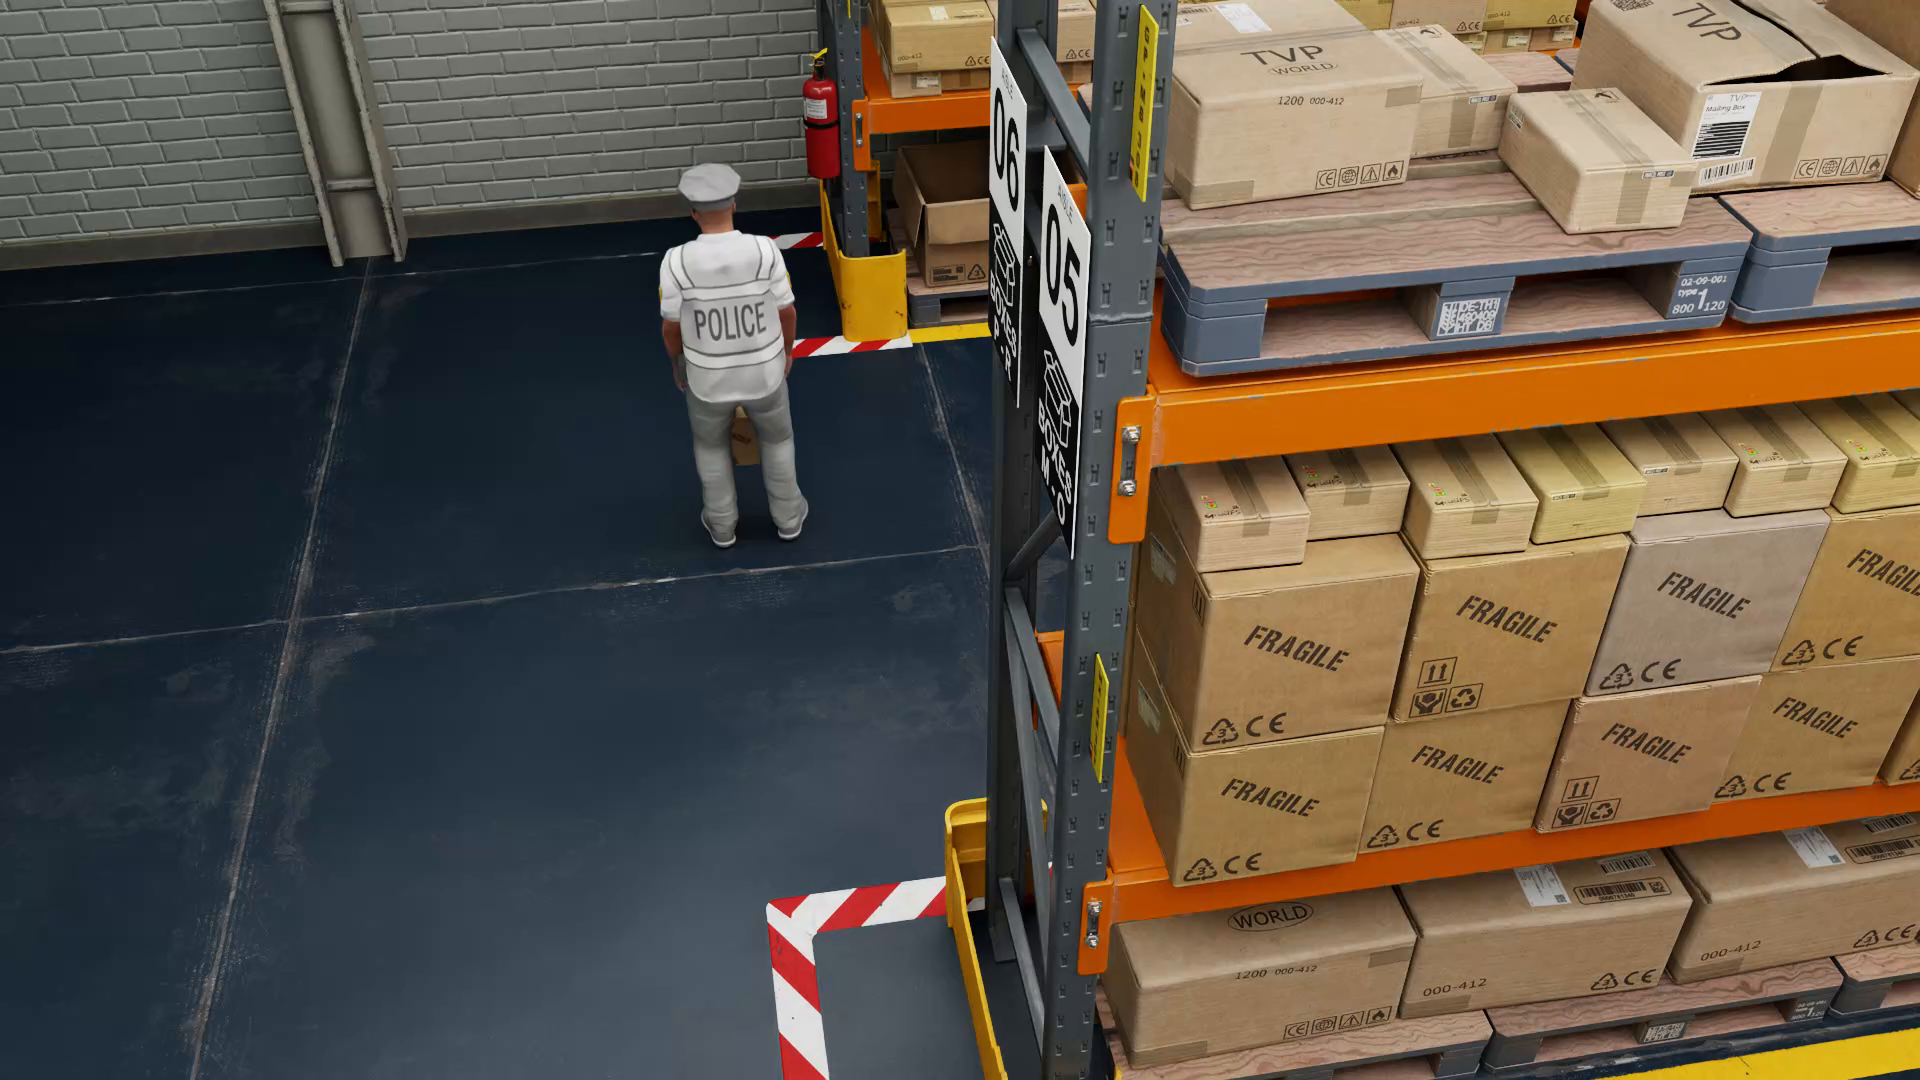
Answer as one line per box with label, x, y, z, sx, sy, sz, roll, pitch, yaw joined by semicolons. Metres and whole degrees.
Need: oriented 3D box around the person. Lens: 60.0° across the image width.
person;-0.957;-0.722;7.055;0.566;1.752;0.444;-7;39;-9
